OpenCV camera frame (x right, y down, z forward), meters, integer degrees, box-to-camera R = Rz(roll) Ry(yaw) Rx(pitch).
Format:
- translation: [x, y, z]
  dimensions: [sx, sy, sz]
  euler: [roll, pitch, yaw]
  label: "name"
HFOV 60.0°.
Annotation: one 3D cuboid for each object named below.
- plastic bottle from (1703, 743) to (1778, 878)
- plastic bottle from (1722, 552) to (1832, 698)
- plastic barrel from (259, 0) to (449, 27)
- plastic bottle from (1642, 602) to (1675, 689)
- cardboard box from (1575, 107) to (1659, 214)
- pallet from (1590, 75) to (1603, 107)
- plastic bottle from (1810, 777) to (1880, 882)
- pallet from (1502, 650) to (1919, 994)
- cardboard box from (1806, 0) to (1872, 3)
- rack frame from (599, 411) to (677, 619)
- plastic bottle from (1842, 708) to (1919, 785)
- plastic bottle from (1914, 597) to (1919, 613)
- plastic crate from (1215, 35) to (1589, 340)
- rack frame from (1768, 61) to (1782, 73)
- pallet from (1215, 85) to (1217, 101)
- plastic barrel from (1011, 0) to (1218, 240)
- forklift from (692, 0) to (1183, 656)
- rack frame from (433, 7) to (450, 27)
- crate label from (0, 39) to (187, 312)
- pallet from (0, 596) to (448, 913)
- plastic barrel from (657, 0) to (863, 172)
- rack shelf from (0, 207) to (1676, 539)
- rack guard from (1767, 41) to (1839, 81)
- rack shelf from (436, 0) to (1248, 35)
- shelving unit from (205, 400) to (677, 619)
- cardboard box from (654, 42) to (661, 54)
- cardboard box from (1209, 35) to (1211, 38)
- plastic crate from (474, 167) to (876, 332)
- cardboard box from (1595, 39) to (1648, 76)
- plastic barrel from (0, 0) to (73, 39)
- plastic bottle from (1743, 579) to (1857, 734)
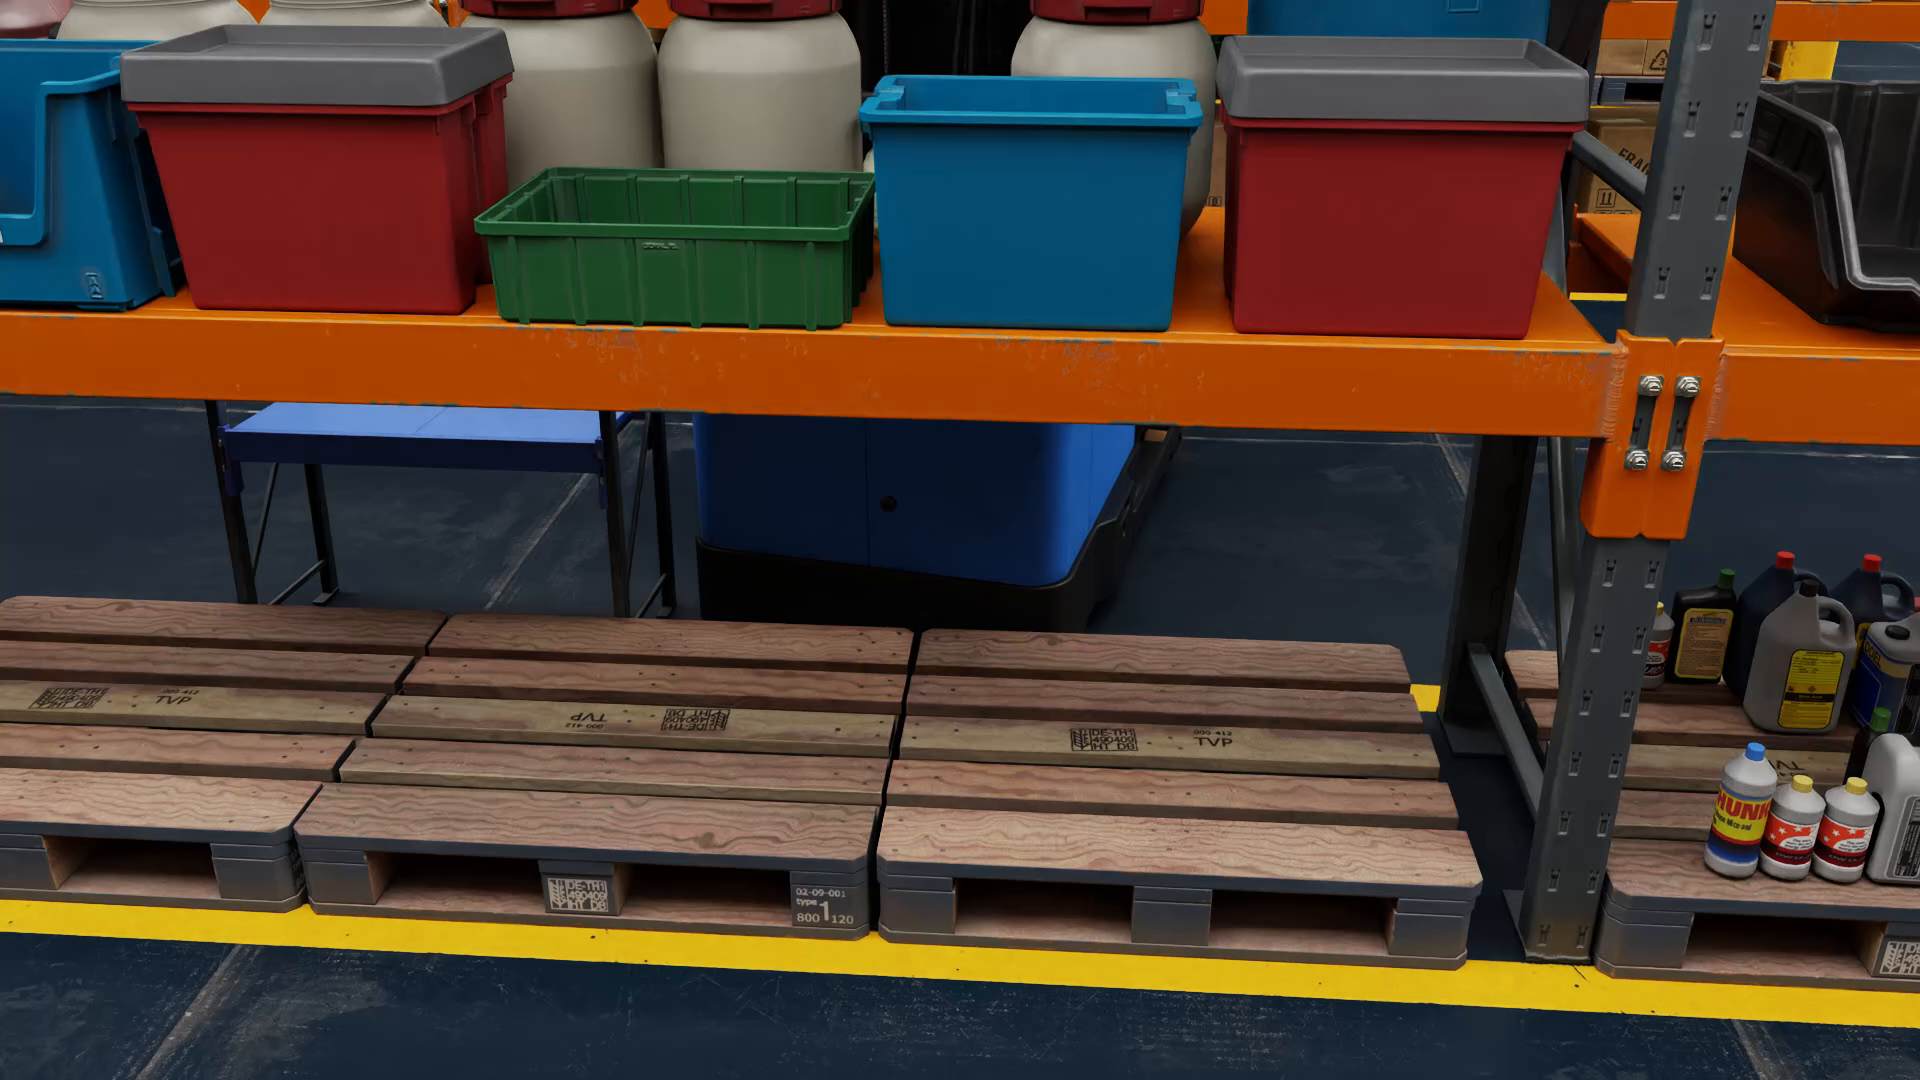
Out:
- translation: [1.537, 0.522, 3.265]
  dimensions: [0.097, 0.271, 0.097]
  euler: [0, 25, 0]
  label: "plastic bottle"
- translation: [1.917, 0.194, 3.884]
  dimensions: [0.185, 0.351, 0.144]
  euler: [1, 25, 3]
  label: "plastic bottle"
- translation: [-1.274, -0.932, 3.553]
  dimensions: [0.421, 0.512, 0.421]
  euler: [0, 25, 0]
  label: "plastic barrel"
- translation: [1.638, 0.243, 3.956]
  dimensions: [0.097, 0.201, 0.097]
  euler: [0, 25, 0]
  label: "plastic bottle"
- translation: [3.224, -1.798, 8.058]
  dimensions: [0.500, 0.500, 0.500]
  euler: [0, 25, -1]
  label: "cardboard box"
- translation: [4.084, -3.477, 12.554]
  dimensions: [1.213, 0.211, 1.003]
  euler: [2, 25, 4]
  label: "pallet"
- translation: [1.740, 0.560, 3.265]
  dimensions: [0.097, 0.201, 0.097]
  euler: [0, 25, 0]
  label: "plastic bottle"
- translation: [1.919, 0.595, 3.704]
  dimensions: [1.213, 0.211, 1.003]
  euler: [2, 25, 4]
  label: "pallet"
- translation: [3.816, -2.460, 7.308]
  dimensions: [0.250, 0.149, 0.380]
  euler: [2, 25, 4]
  label: "cardboard box"
- translation: [-0.859, -0.424, 4.342]
  dimensions: [0.032, 1.500, 0.500]
  euler: [2, 21, 5]
  label: "rack frame"
- translation: [1.869, 0.471, 3.361]
  dimensions: [0.133, 0.283, 0.061]
  euler: [2, 25, 4]
  label: "plastic bottle"
- translation: [2.274, 0.218, 3.911]
  dimensions: [0.133, 0.283, 0.061]
  euler: [3, 25, 8]
  label: "plastic bottle"
- translation: [0.746, -0.628, 2.949]
  dimensions: [0.583, 0.464, 0.402]
  euler: [2, 25, 4]
  label: "plastic crate"
- translation: [6.101, -4.711, 11.899]
  dimensions: [0.127, 3.000, 1.000]
  euler: [2, 25, 4]
  label: "rack frame"
- translation: [1.337, -3.565, 12.746]
  dimensions: [1.213, 0.211, 1.003]
  euler: [2, 25, 4]
  label: "pallet"
- translation: [0.316, -0.894, 3.442]
  dimensions: [0.433, 0.535, 0.433]
  euler: [0, 25, 0]
  label: "plastic barrel"
- translation: [0.168, -1.582, 5.182]
  dimensions: [1.130, 2.935, 3.031]
  euler: [7, 26, 14]
  label: "forklift"
- translation: [-2.356, -2.903, 7.970]
  dimensions: [0.127, 3.000, 1.000]
  euler: [2, 25, 4]
  label: "rack frame"
- translation: [-1.766, -0.710, 3.162]
  dimensions: [0.616, 0.435, 0.502]
  euler: [2, 25, 4]
  label: "crate label"
- translation: [-1.966, 0.469, 3.978]
  dimensions: [1.213, 0.211, 1.003]
  euler: [2, 25, 4]
  label: "pallet"
- translation: [-0.416, -0.918, 3.493]
  dimensions: [0.433, 0.535, 0.433]
  euler: [0, 25, 0]
  label: "plastic barrel"
- translation: [-0.741, -0.448, 3.495]
  dimensions: [4.000, 0.370, 1.077]
  euler: [2, 25, 4]
  label: "rack shelf"
- translation: [6.124, -3.574, 12.420]
  dimensions: [0.348, 0.500, 1.175]
  euler: [2, 25, 4]
  label: "rack guard"
- translation: [-0.362, -2.512, 7.981]
  dimensions: [4.000, 0.370, 1.077]
  euler: [2, 25, 4]
  label: "rack shelf"
- translation: [-1.365, -0.442, 4.382]
  dimensions: [1.048, 1.500, 0.538]
  euler: [2, 21, 5]
  label: "shelving unit"
- translation: [-1.686, -2.299, 8.224]
  dimensions: [0.500, 0.250, 0.500]
  euler: [3, 25, 6]
  label: "cardboard box"
- translation: [1.486, -3.990, 12.522]
  dimensions: [0.750, 0.750, 1.050]
  euler: [2, 25, 4]
  label: "cardboard box"
- translation: [-0.505, -0.552, 3.115]
  dimensions: [0.662, 0.188, 0.450]
  euler: [2, 25, 4]
  label: "plastic crate"
- translation: [4.542, -3.958, 12.302]
  dimensions: [0.875, 0.875, 0.875]
  euler: [1, 25, 3]
  label: "cardboard box"
- translation: [-2.250, -1.012, 3.697]
  dimensions: [0.708, 0.536, 0.600]
  euler: [2, 25, 4]
  label: "plastic barrel"
- translation: [1.906, 0.254, 3.753]
  dimensions: [0.185, 0.351, 0.144]
  euler: [2, 25, 4]
  label: "plastic bottle"
